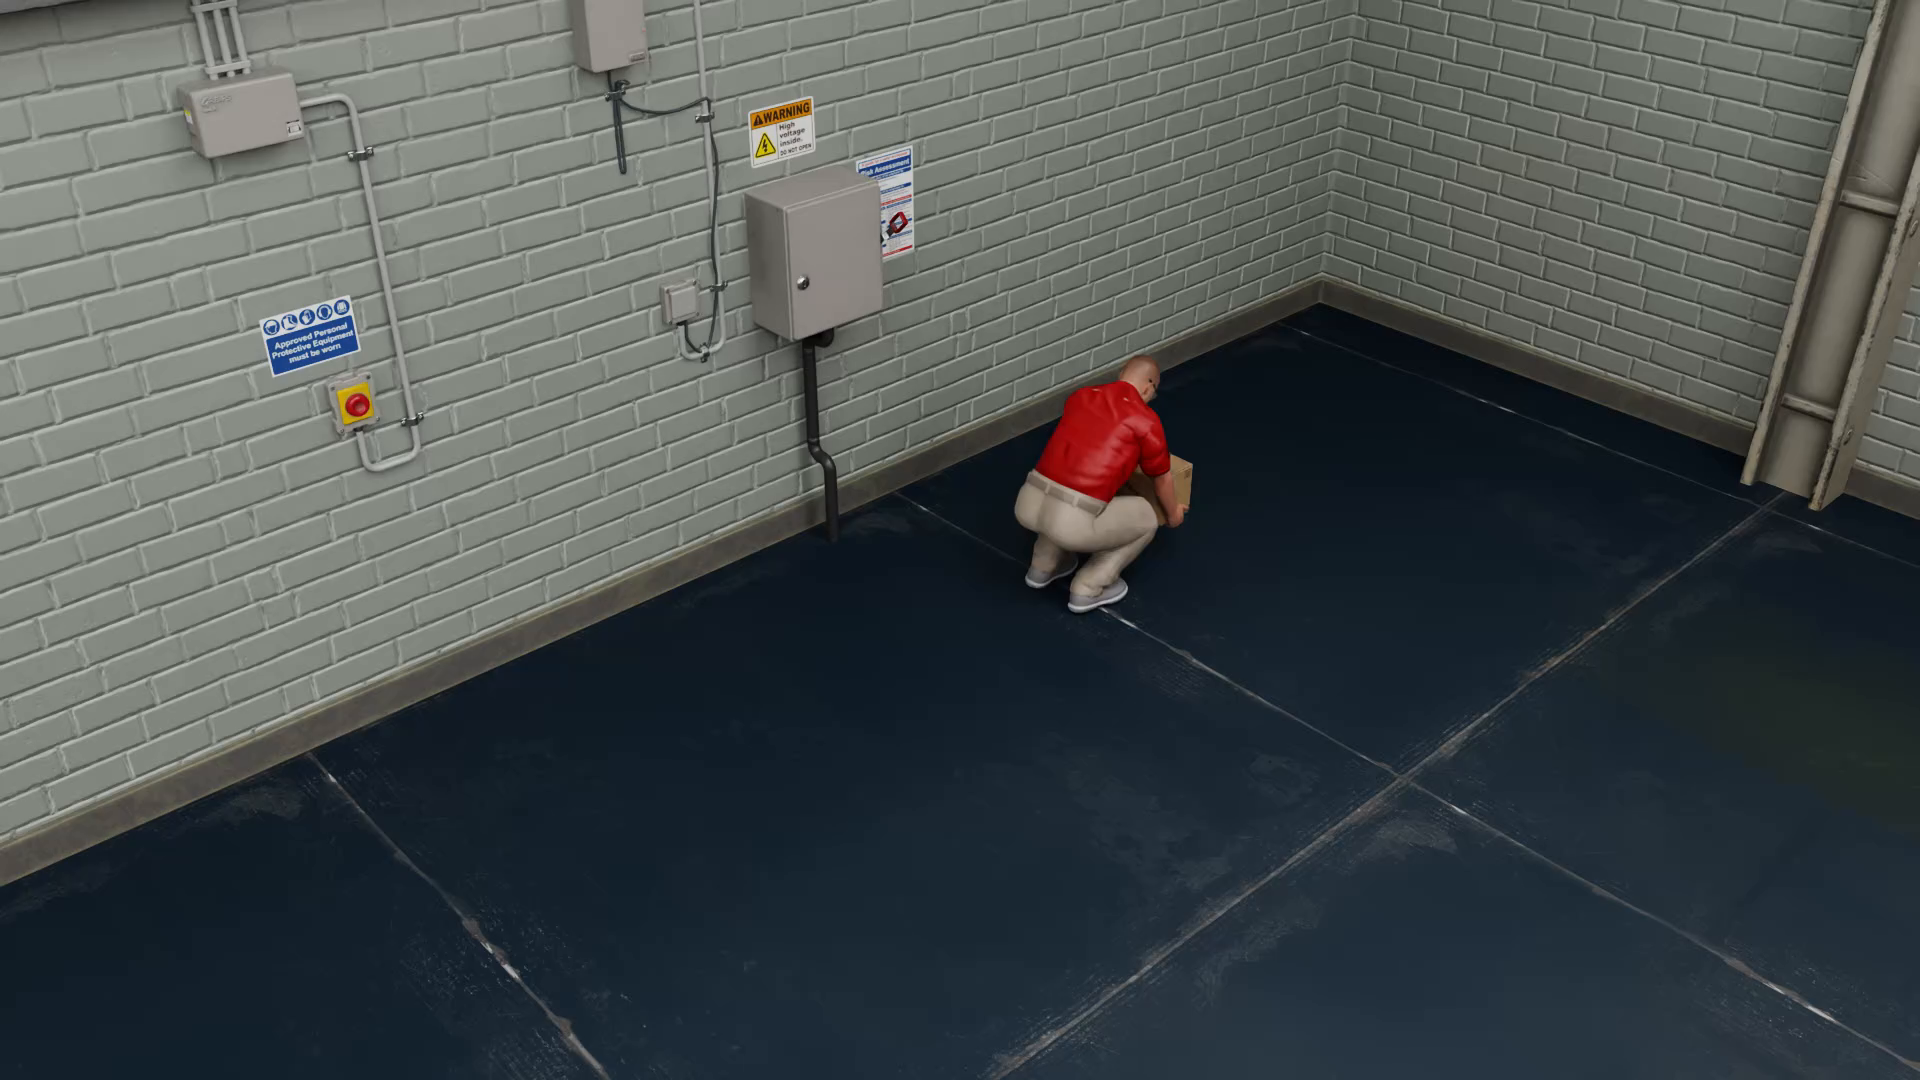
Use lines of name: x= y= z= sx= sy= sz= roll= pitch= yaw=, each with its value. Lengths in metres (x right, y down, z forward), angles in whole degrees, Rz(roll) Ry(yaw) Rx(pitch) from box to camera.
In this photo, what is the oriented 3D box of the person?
person: x=0.621 y=-0.257 z=7.293 sx=0.891 sy=0.986 sz=0.533 roll=-27 pitch=41 yaw=-36
